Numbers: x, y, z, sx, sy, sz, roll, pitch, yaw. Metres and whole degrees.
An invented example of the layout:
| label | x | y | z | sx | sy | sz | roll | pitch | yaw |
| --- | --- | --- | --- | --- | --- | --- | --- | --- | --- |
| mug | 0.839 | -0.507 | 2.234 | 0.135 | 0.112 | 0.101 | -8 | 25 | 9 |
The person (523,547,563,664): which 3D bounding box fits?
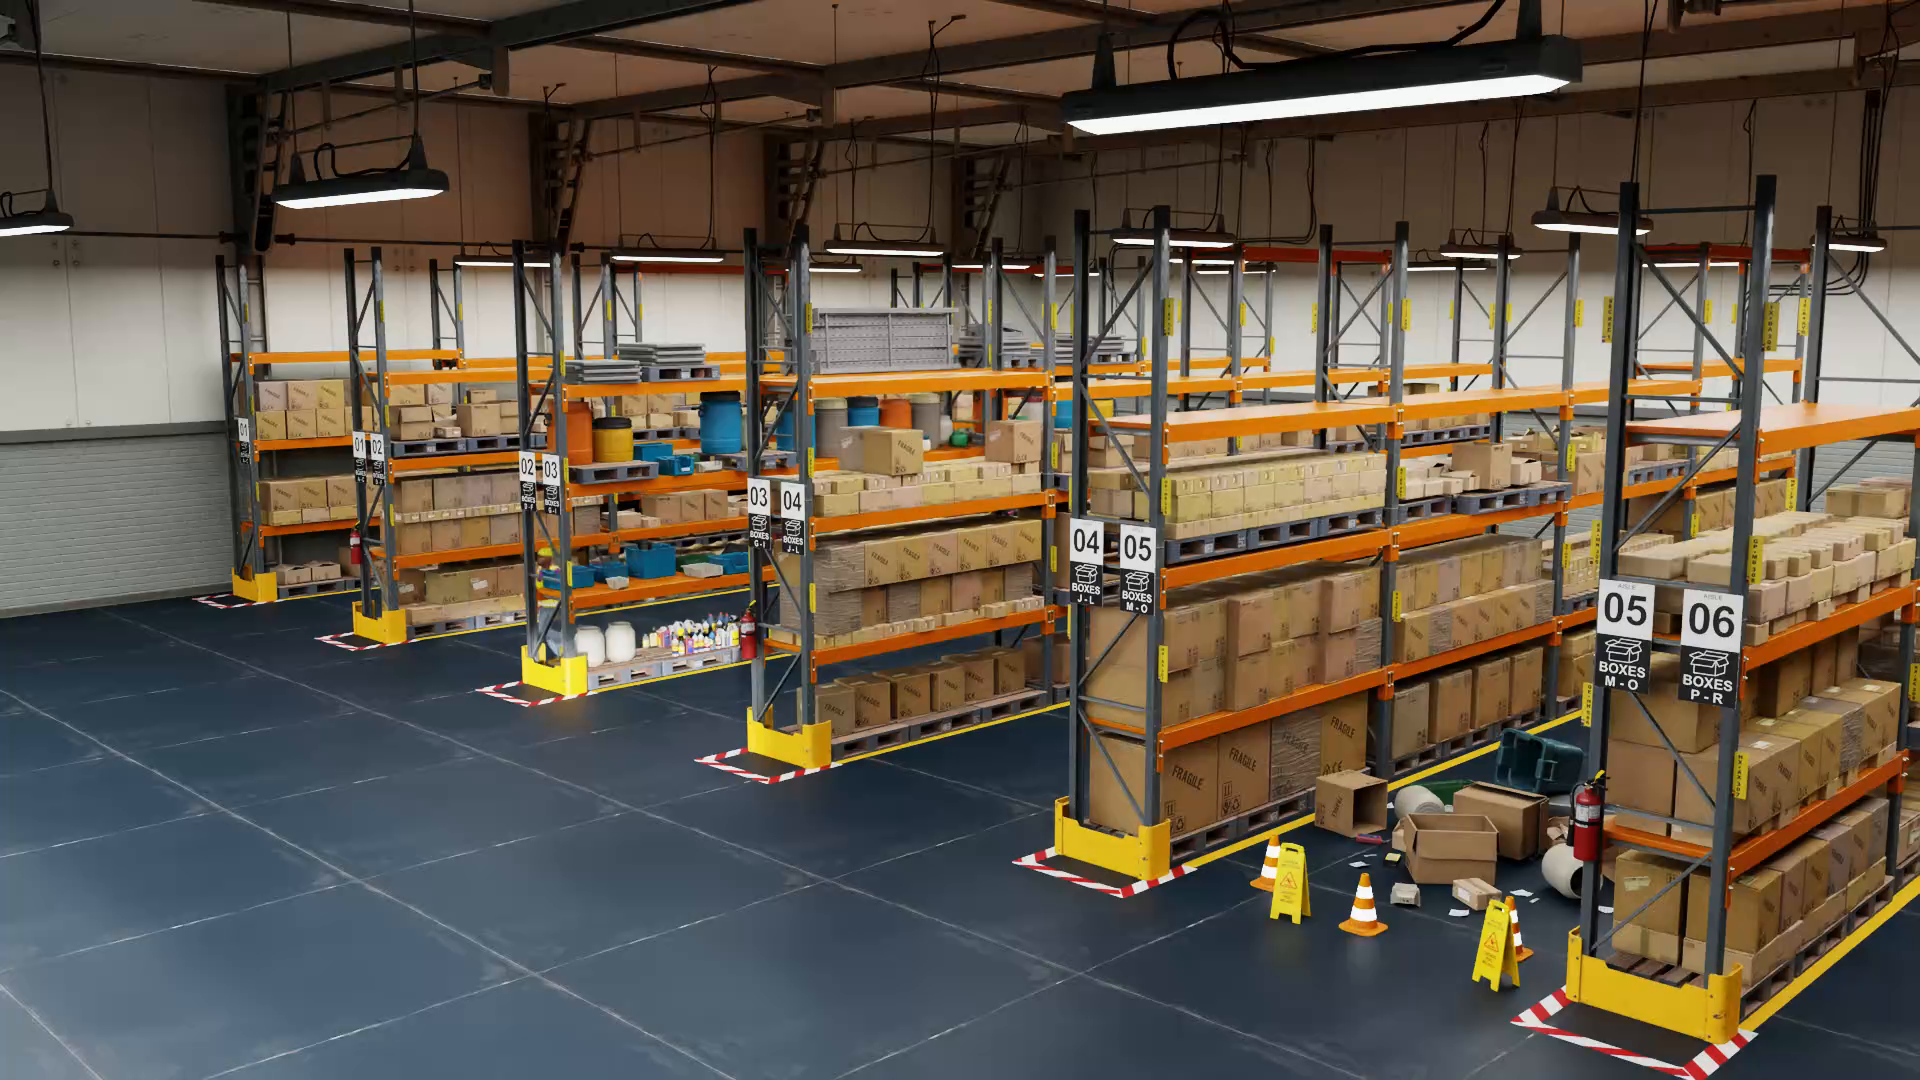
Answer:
| label | x | y | z | sx | sy | sz | roll | pitch | yaw |
| --- | --- | --- | --- | --- | --- | --- | --- | --- | --- |
| person | -5.929 | 0.946 | 23.866 | 0.690 | 1.703 | 0.584 | 8 | 11 | 44 |
